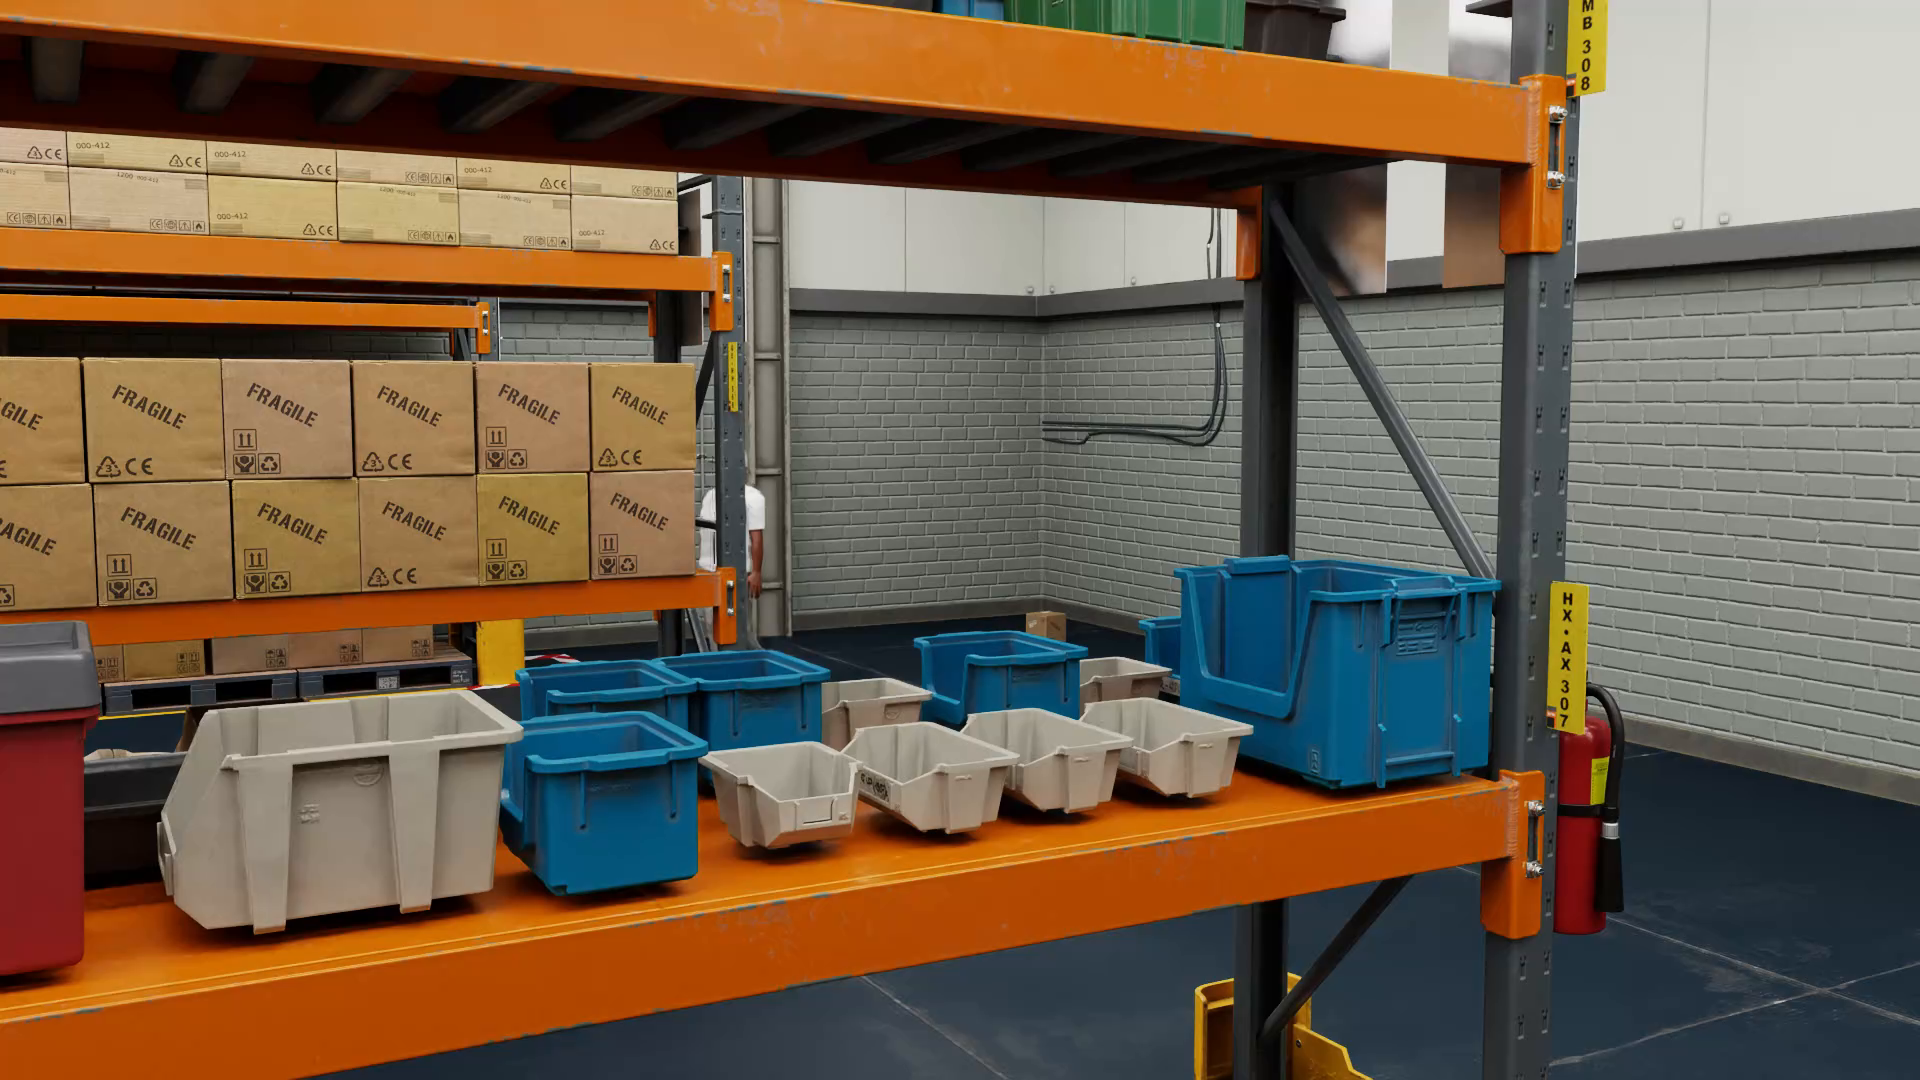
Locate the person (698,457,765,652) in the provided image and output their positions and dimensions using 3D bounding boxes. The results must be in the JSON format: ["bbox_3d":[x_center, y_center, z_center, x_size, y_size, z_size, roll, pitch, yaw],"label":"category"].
[{"bbox_3d":[-1.633,0.217,11.796,0.598,1.757,0.510,3,6,34],"label":"person"}]
